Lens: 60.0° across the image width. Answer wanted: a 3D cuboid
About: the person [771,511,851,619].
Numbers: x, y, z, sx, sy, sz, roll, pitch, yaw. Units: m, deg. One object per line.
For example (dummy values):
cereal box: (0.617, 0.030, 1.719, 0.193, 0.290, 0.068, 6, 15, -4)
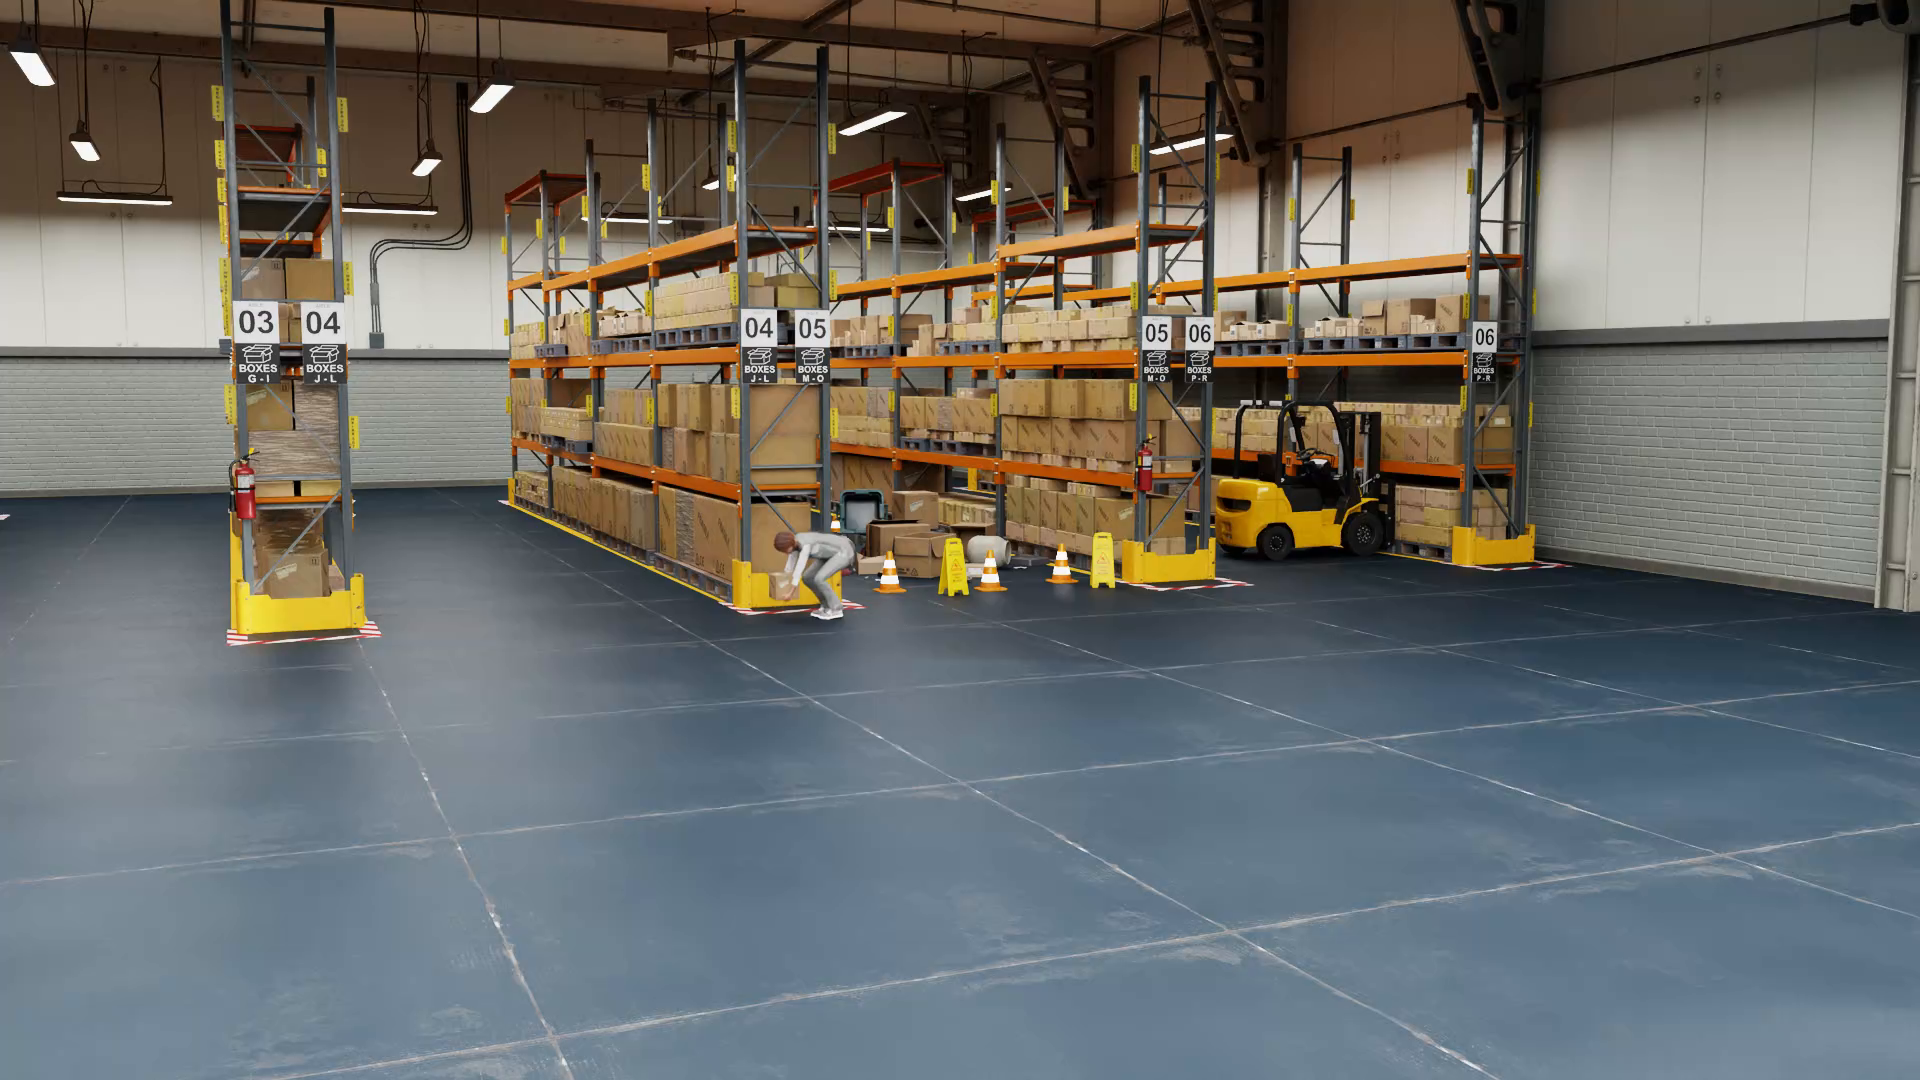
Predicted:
person: (-1.534, 0.252, 17.080, 0.842, 1.122, 0.387, -3, 6, -26)
